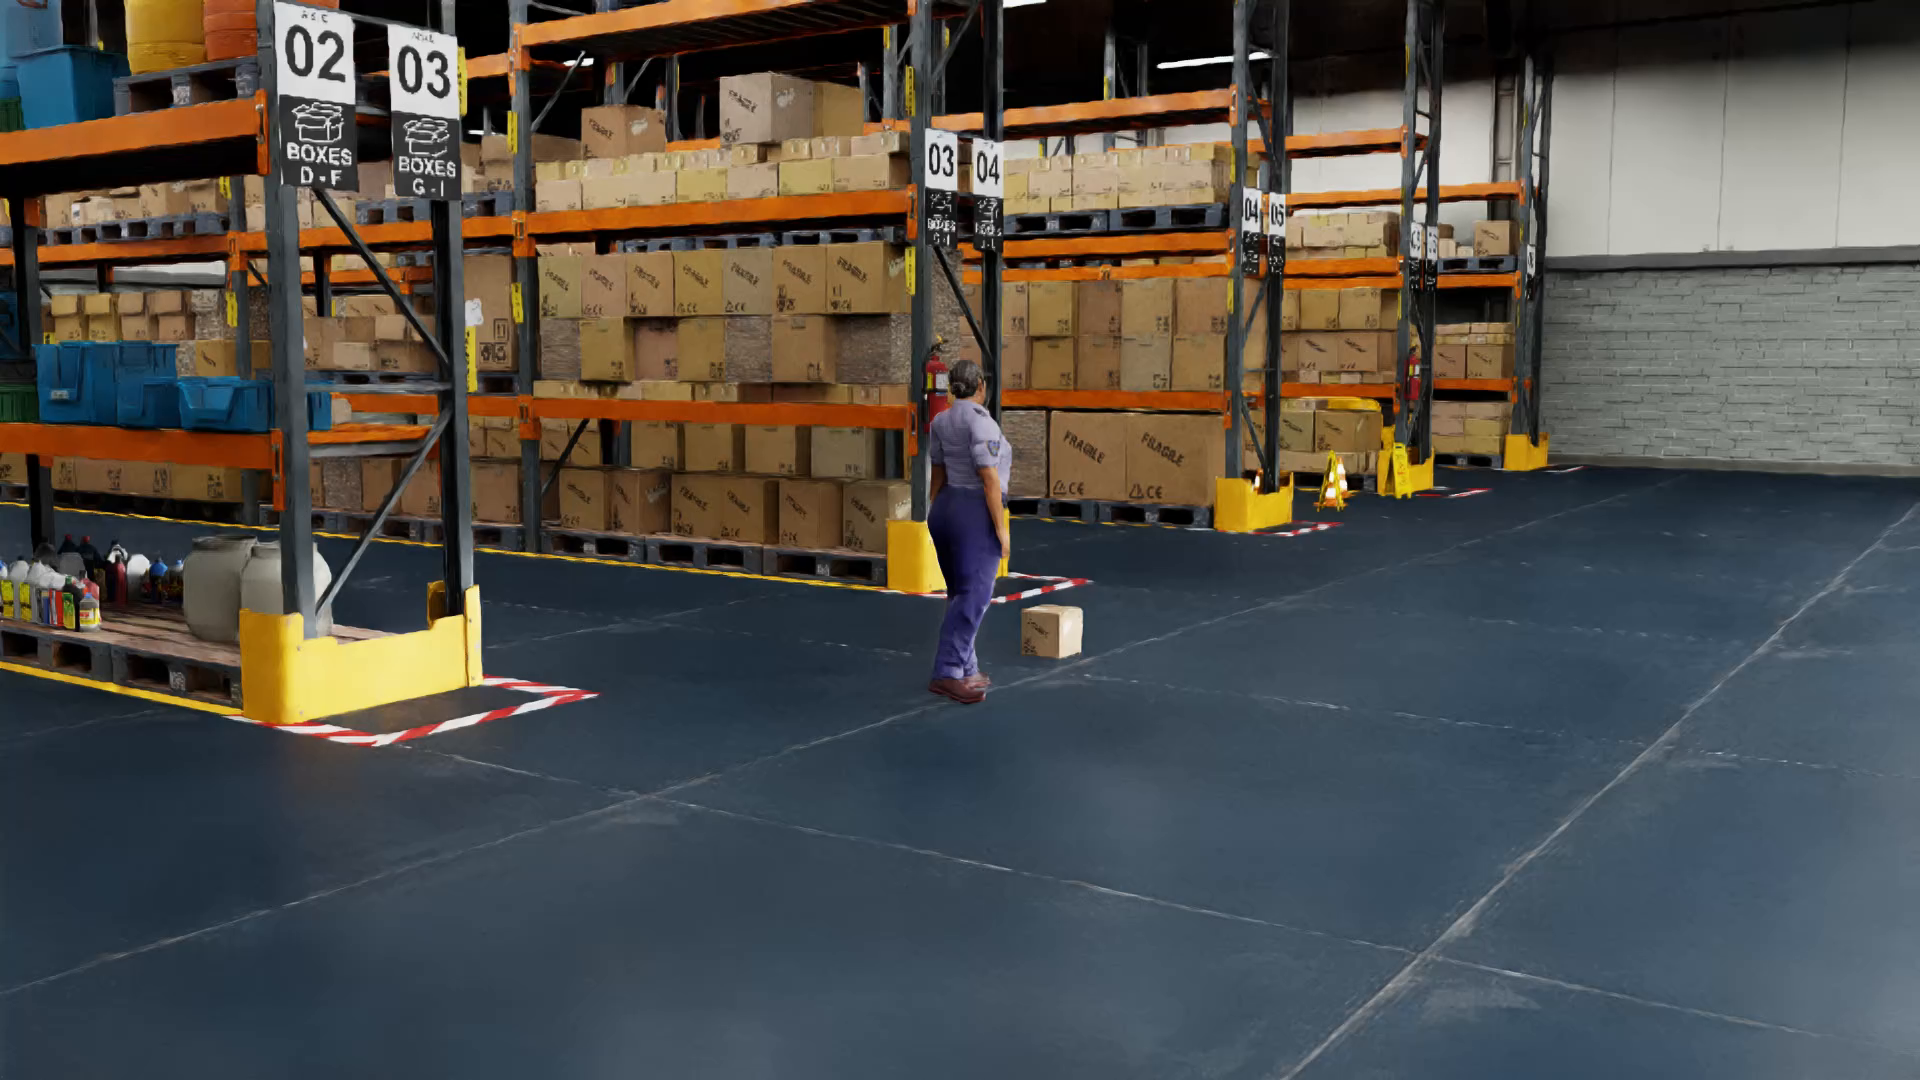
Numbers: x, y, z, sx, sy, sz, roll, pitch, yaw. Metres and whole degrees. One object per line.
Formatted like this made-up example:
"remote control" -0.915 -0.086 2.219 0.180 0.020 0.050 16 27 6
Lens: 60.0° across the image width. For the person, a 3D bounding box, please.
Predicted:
"person" 0.011 -0.060 8.148 0.521 1.648 0.667 -4 8 -33
